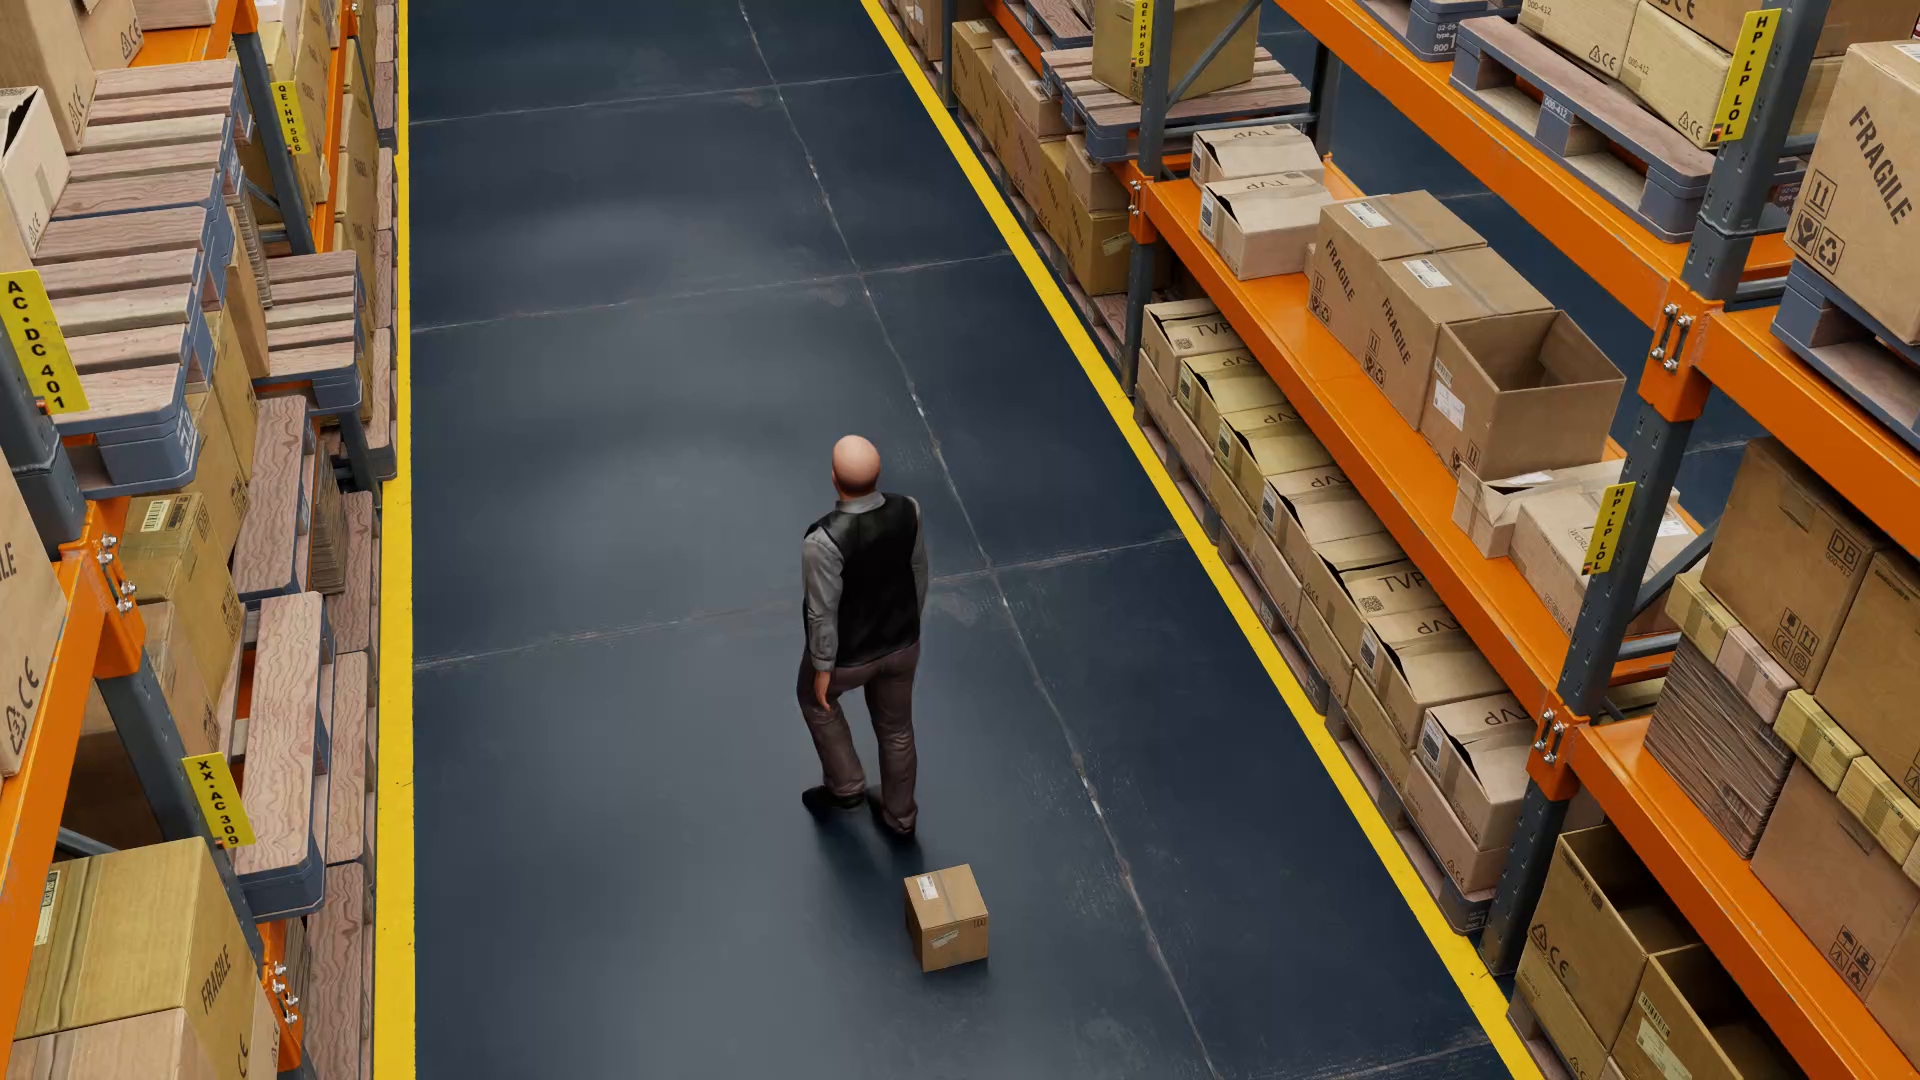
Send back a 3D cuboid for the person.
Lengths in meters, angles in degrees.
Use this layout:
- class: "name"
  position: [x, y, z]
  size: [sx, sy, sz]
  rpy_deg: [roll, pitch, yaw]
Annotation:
- class: "person"
  position: [-0.334, 0.397, 6.218]
  size: [0.563, 1.728, 0.551]
  rpy_deg: [-21, 42, -24]
